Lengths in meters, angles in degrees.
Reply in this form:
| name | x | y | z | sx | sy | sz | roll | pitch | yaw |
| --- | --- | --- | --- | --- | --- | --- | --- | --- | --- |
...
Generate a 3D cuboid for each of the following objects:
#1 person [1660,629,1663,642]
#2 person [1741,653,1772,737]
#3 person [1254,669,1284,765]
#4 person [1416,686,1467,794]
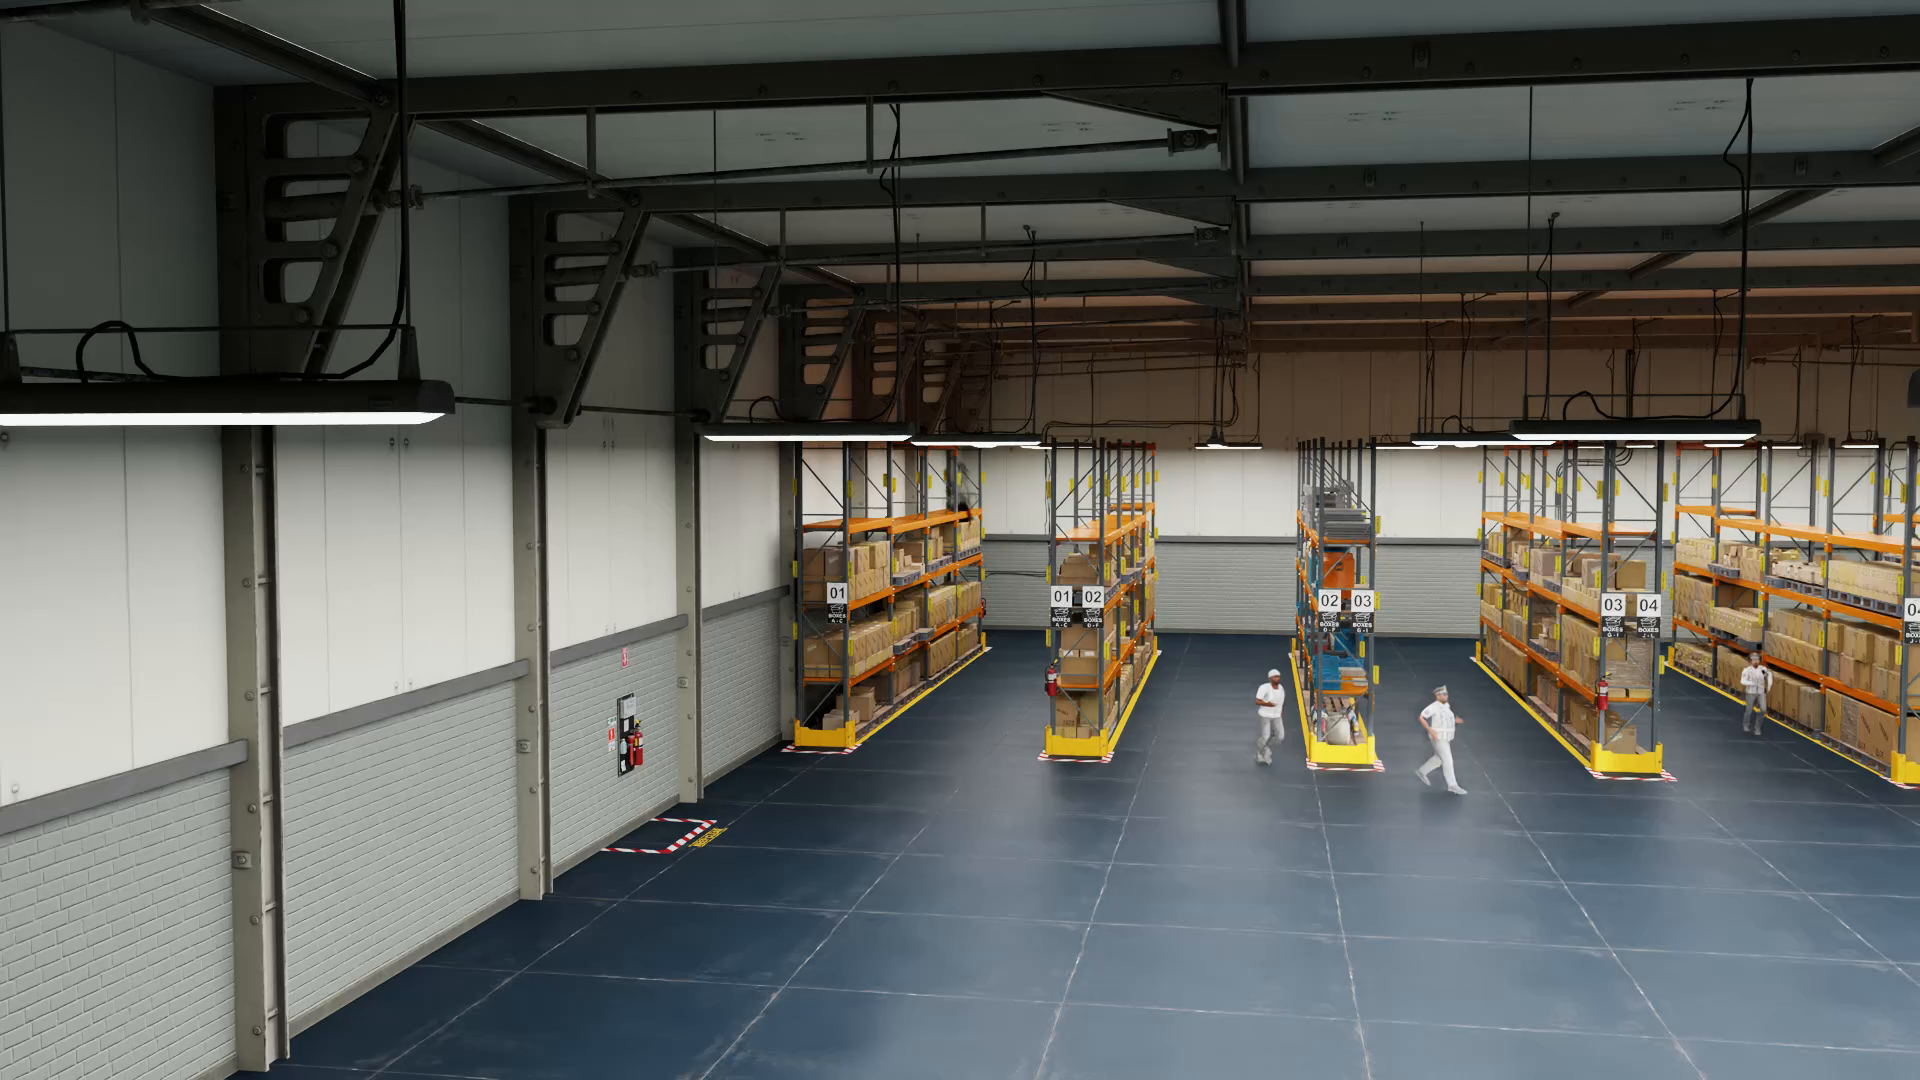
| name | x | y | z | sx | sy | sz | roll | pitch | yaw |
| --- | --- | --- | --- | --- | --- | --- | --- | --- | --- |
| person | 17.284 | 2.649 | 41.749 | 0.669 | 1.741 | 0.662 | 1 | 3 | 21 |
| person | 16.029 | 3.103 | 33.466 | 0.620 | 1.693 | 0.834 | 1 | 3 | 15 |
| person | 5.743 | 3.247 | 30.473 | 0.703 | 1.753 | 0.658 | -1 | 3 | -22 |
| person | 8.100 | 3.329 | 27.993 | 0.989 | 1.768 | 0.663 | 3 | 4 | 41 |
